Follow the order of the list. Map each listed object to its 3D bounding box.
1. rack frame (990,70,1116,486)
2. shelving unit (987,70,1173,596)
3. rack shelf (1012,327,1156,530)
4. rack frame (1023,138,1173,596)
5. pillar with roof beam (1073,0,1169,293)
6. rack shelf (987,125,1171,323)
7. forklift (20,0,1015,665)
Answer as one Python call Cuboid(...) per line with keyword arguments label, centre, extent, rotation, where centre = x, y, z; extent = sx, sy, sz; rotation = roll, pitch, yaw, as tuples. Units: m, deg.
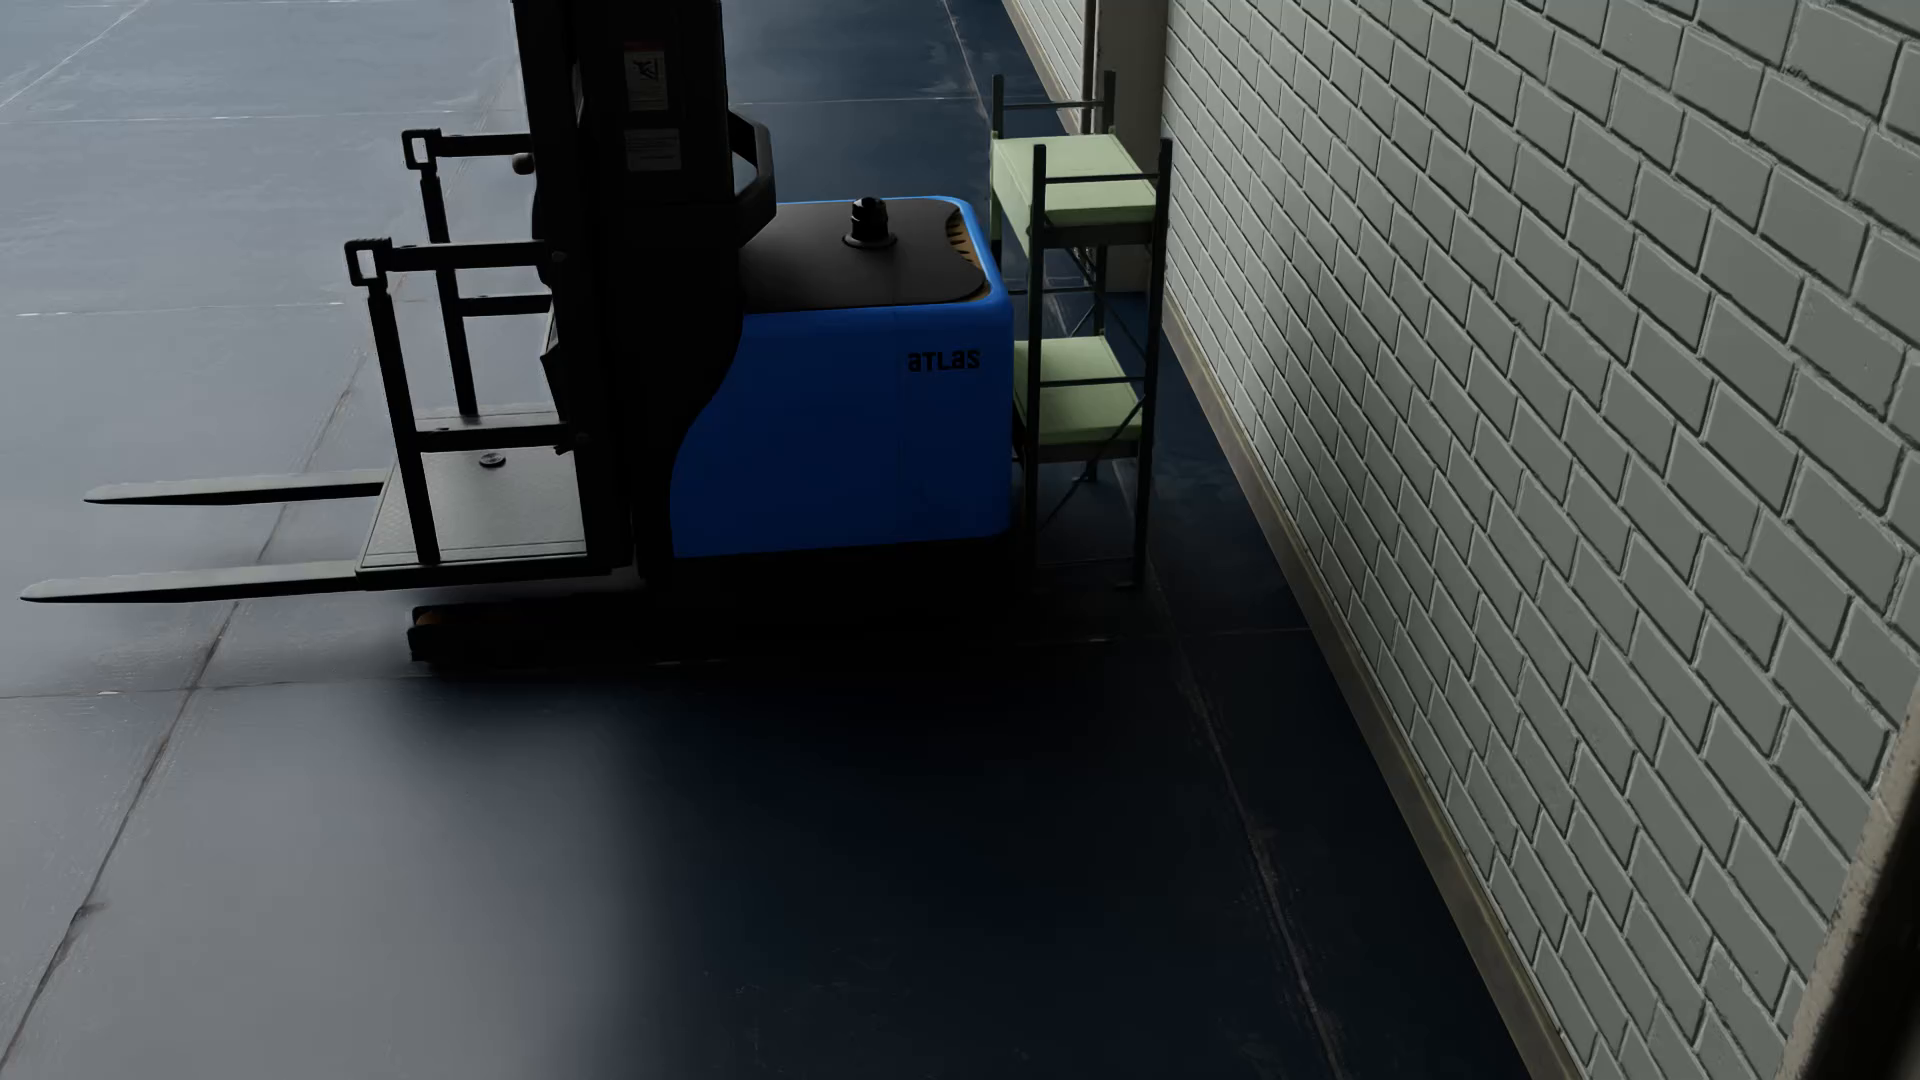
Cuboid(label="rack frame", centre=(0.302, -0.854, 5.717), extent=(0.400, 1.500, 0.023), rotation=(-4, 31, -7))
Cuboid(label="shelving unit", centre=(0.354, -0.668, 5.406), extent=(0.431, 1.500, 0.755), rotation=(-4, 31, -7))
Cuboid(label="rack shelf", centre=(0.354, -0.388, 5.573), extent=(0.431, 0.370, 0.720), rotation=(-4, 31, -7))
Cuboid(label="rack frame", centre=(0.406, -0.482, 5.095), extent=(0.400, 1.500, 0.023), rotation=(-4, 31, -7))
Cuboid(label="pillar with roof beam", centre=(-3.570, -4.902, 5.181), extent=(9.100, 9.000, 0.400), rotation=(-3, 31, -5))
Cuboid(label="rack shelf", centre=(0.354, -1.003, 5.206), extent=(0.431, 0.370, 0.720), rotation=(-4, 31, -7))
Cuboid(label="forklift", centre=(-1.385, -1.164, 4.840), extent=(3.031, 2.935, 1.130), rotation=(-4, 31, -7))
